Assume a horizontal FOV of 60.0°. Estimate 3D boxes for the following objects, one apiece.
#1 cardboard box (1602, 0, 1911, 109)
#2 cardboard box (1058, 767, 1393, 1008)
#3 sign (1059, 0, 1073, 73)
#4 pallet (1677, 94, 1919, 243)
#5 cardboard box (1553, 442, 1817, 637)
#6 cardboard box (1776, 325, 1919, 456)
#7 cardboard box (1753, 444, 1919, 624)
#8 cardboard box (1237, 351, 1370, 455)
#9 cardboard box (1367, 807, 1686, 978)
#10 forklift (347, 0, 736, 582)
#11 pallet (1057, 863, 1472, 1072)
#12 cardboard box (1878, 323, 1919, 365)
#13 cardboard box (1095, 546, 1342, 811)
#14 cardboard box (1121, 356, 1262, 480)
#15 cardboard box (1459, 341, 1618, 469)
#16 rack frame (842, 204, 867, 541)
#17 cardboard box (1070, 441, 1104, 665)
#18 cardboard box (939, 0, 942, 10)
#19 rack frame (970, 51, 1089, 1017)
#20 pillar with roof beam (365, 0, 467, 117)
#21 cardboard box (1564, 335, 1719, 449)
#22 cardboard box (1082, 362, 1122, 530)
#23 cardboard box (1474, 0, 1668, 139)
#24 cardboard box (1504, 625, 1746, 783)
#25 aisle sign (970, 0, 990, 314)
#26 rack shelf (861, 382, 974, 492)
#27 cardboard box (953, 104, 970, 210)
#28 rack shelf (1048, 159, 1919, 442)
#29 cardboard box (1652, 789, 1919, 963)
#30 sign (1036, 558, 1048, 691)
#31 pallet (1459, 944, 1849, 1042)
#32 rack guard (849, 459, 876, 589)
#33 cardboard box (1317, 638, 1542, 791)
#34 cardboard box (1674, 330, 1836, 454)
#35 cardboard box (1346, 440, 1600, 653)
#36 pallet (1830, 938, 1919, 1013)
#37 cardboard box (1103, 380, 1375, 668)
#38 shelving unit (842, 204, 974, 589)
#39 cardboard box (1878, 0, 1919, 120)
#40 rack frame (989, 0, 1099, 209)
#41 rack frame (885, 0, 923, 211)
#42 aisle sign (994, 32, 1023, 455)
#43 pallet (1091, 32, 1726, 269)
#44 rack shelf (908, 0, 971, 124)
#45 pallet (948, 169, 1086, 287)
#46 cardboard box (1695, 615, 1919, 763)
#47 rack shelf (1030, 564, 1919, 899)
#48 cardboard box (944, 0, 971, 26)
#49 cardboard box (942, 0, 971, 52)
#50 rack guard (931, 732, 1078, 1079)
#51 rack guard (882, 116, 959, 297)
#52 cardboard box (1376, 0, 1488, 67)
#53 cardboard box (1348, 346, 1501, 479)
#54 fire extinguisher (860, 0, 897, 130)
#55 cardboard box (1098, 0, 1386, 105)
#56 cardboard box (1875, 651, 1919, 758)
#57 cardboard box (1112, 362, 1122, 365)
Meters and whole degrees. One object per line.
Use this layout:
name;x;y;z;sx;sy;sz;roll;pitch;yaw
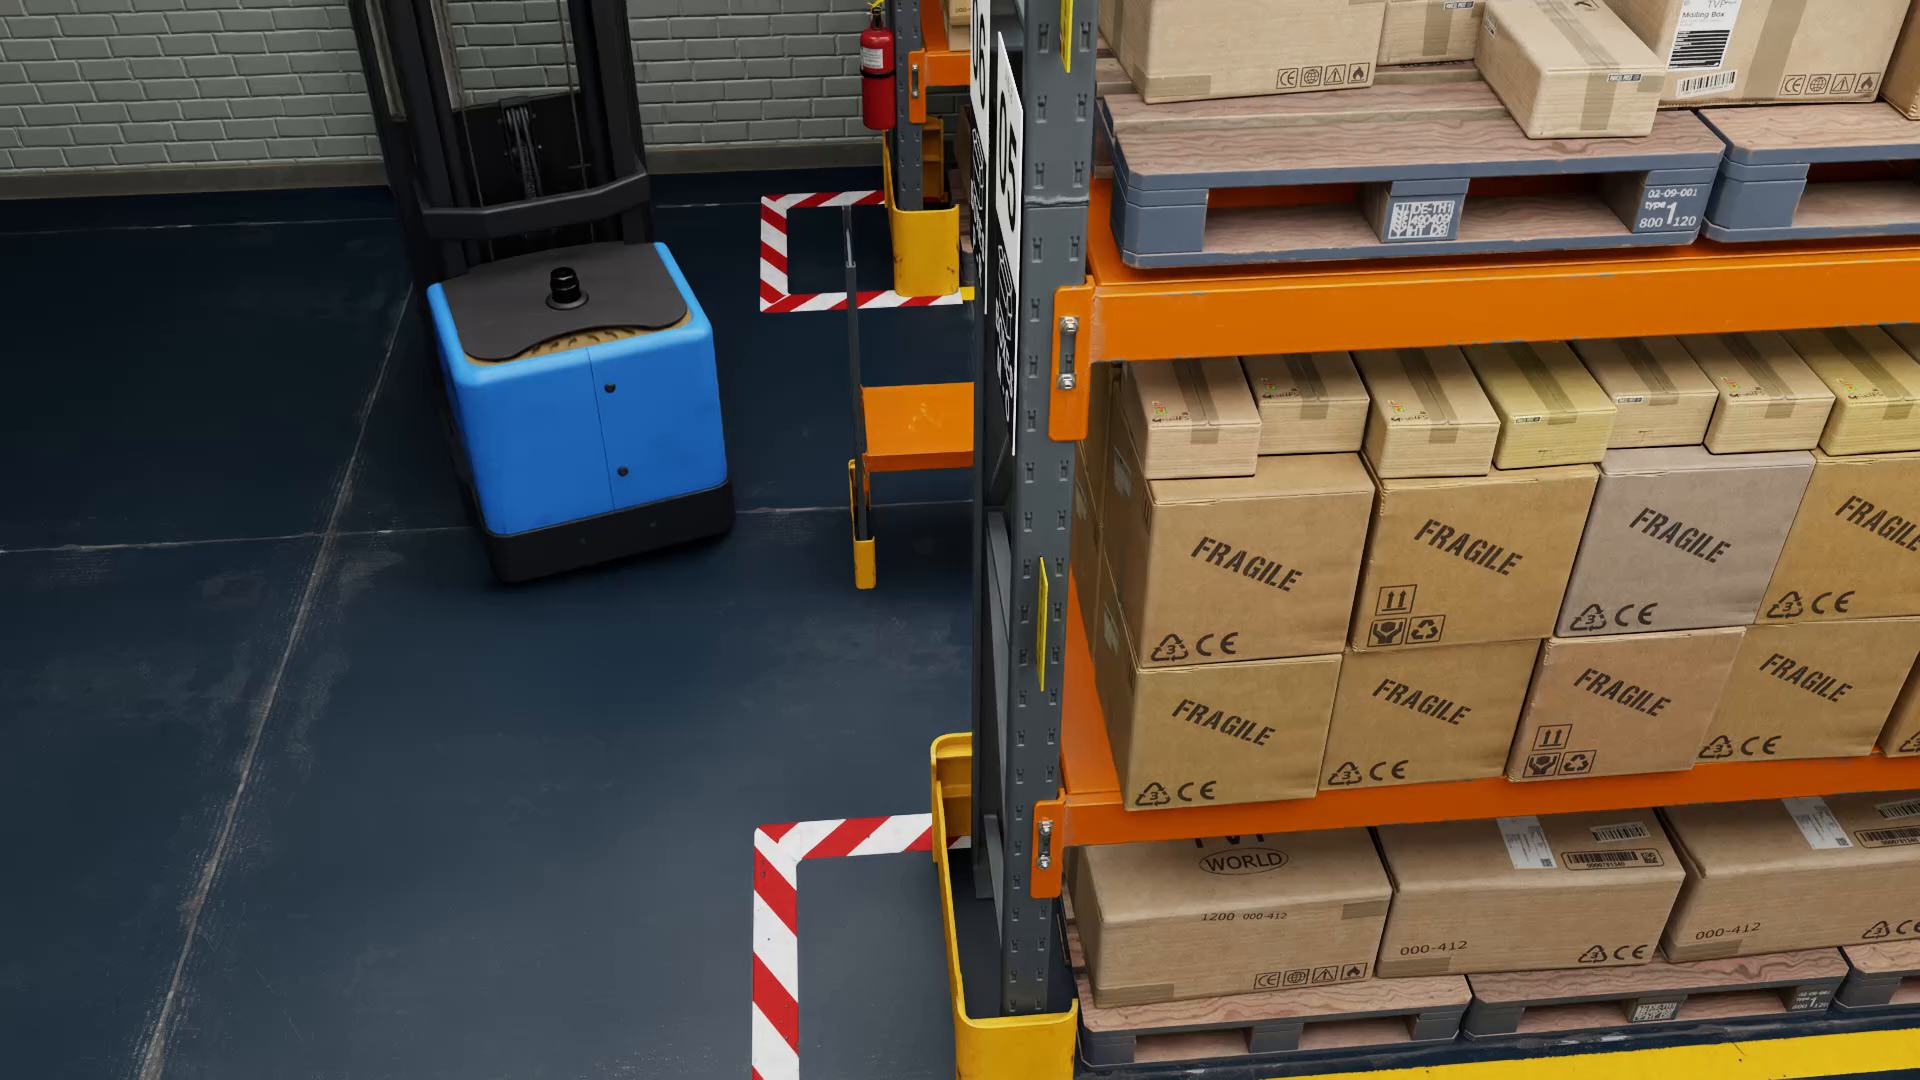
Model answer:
cardboard box;1.640;-1.174;3.547;0.500;0.311;0.500;-2;38;-3
cardboard box;0.793;0.967;5.332;0.875;0.438;0.875;-4;38;-6
sign;0.188;-0.985;2.885;0.005;0.325;0.100;-3;38;-4
pallet;2.100;-1.035;3.790;1.213;0.211;1.003;-3;38;-4
cardboard box;1.674;-0.124;4.097;0.500;0.500;0.500;-3;38;-4
cardboard box;2.071;-0.370;3.886;0.250;0.149;0.380;-4;38;-5
cardboard box;2.171;-0.152;4.133;0.500;0.500;0.500;-3;38;-4
cardboard box;0.777;-0.369;3.885;0.250;0.149;0.380;-2;38;-3
cardboard box;1.704;0.912;5.402;0.875;0.438;0.875;-2;38;-3
forklift;-2.005;-1.889;7.278;1.130;2.935;3.031;-14;40;-17
pallet;0.934;1.227;5.525;1.213;0.211;1.003;-3;38;-4
cardboard box;2.328;-0.414;3.942;0.250;0.149;0.380;-3;38;-4
cardboard box;0.648;0.336;4.322;0.500;0.500;0.500;-3;38;-4
cardboard box;0.523;-0.311;3.811;0.250;0.149;0.380;-2;38;-3
cardboard box;1.307;-0.338;3.845;0.250;0.149;0.380;-4;38;-5
rack frame;-0.421;-0.566;6.756;0.032;1.500;0.500;-3;38;-4
cardboard box;0.601;-0.005;4.754;0.500;0.500;0.500;-3;38;-4
cardboard box;0.007;-2.923;8.736;0.250;0.149;0.380;-4;38;-4
rack frame;0.144;0.224;4.544;0.127;3.000;1.000;-3;38;-4
pillar with roof beam;-2.683;-2.945;3.718;0.400;9.000;9.100;-3;38;-4
cardboard box;1.564;-0.385;3.905;0.250;0.149;0.380;-3;38;-4
cardboard box;0.604;-0.381;4.423;0.500;0.500;0.500;-2;38;-2
cardboard box;1.249;-0.977;3.428;0.250;0.149;0.380;-2;38;-2
cardboard box;1.658;0.274;4.400;0.500;0.500;0.500;-3;38;-4
aisle sign;0.045;-0.984;3.976;0.004;0.787;0.394;-3;38;-4
rack shelf;0.085;-0.452;6.903;1.000;0.185;0.538;-3;38;-4
cardboard box;0.319;-1.998;9.037;0.637;0.503;0.797;-5;39;-6
rack shelf;2.137;-0.781;3.977;4.000;0.370;1.077;-3;38;-4
cardboard box;2.602;0.864;5.463;0.875;0.438;0.875;-4;38;-5
sign;0.188;0.196;3.817;0.005;0.325;0.100;-3;38;-4
pallet;2.146;1.162;5.607;1.213;0.211;1.003;-3;38;-4
rack guard;-0.420;-0.075;7.143;0.087;0.250;0.587;-3;38;-4
cardboard box;1.149;0.291;4.379;0.500;0.500;0.500;-4;38;-5
cardboard box;1.816;-0.373;3.889;0.250;0.149;0.380;-3;38;-4
cardboard box;1.162;-0.091;4.056;0.500;0.500;0.500;-4;38;-5
pallet;3.364;1.093;5.694;1.213;0.211;1.003;-3;38;-4
cardboard box;0.648;-0.058;4.014;0.500;0.500;0.500;-4;38;-5
shelving unit;0.076;-0.593;6.791;1.083;1.500;0.587;-3;38;-4
cardboard box;2.166;-1.215;3.446;0.500;0.500;0.500;-3;38;-3
rack frame;0.144;-2.131;2.686;0.127;3.000;1.000;-3;38;-4
rack frame;-0.299;-2.838;8.425;0.127;3.000;1.000;-3;38;-4
aisle sign;0.098;-0.613;3.507;0.004;0.787;0.394;-3;38;-4
pallet;0.882;-0.966;3.702;1.213;0.211;1.003;-3;38;-4
rack shelf;1.693;-2.665;8.787;4.000;0.370;1.077;-3;38;-4
pallet;0.571;-1.792;9.351;1.213;0.211;1.003;-3;38;-4
cardboard box;2.155;0.236;4.448;0.500;0.500;0.500;-2;38;-2
rack shelf;2.137;0.397;4.906;4.000;0.370;1.077;-3;38;-4
cardboard box;0.177;-2.755;8.201;0.500;0.250;0.500;-3;38;-4
cardboard box;0.053;-2.588;8.311;0.250;0.149;0.380;-3;38;-4
rack guard;0.120;1.207;5.317;0.348;0.500;1.175;-3;38;-4
rack guard;-0.223;-1.861;9.205;0.348;0.500;1.175;-3;38;-4
cardboard box;0.995;-1.211;3.725;0.250;0.149;0.380;-6;39;-7
cardboard box;1.046;-0.313;3.813;0.250;0.149;0.380;-2;38;-3
fire extinguisher;-0.405;-2.368;8.193;0.183;0.674;0.296;-3;38;-4
cardboard box;0.585;-1.179;3.602;0.500;0.250;0.500;-6;39;-8
cardboard box;2.678;0.217;4.473;0.500;0.500;0.500;-4;38;-5
cardboard box;0.484;-0.605;4.184;0.250;0.149;0.380;-3;38;-3
